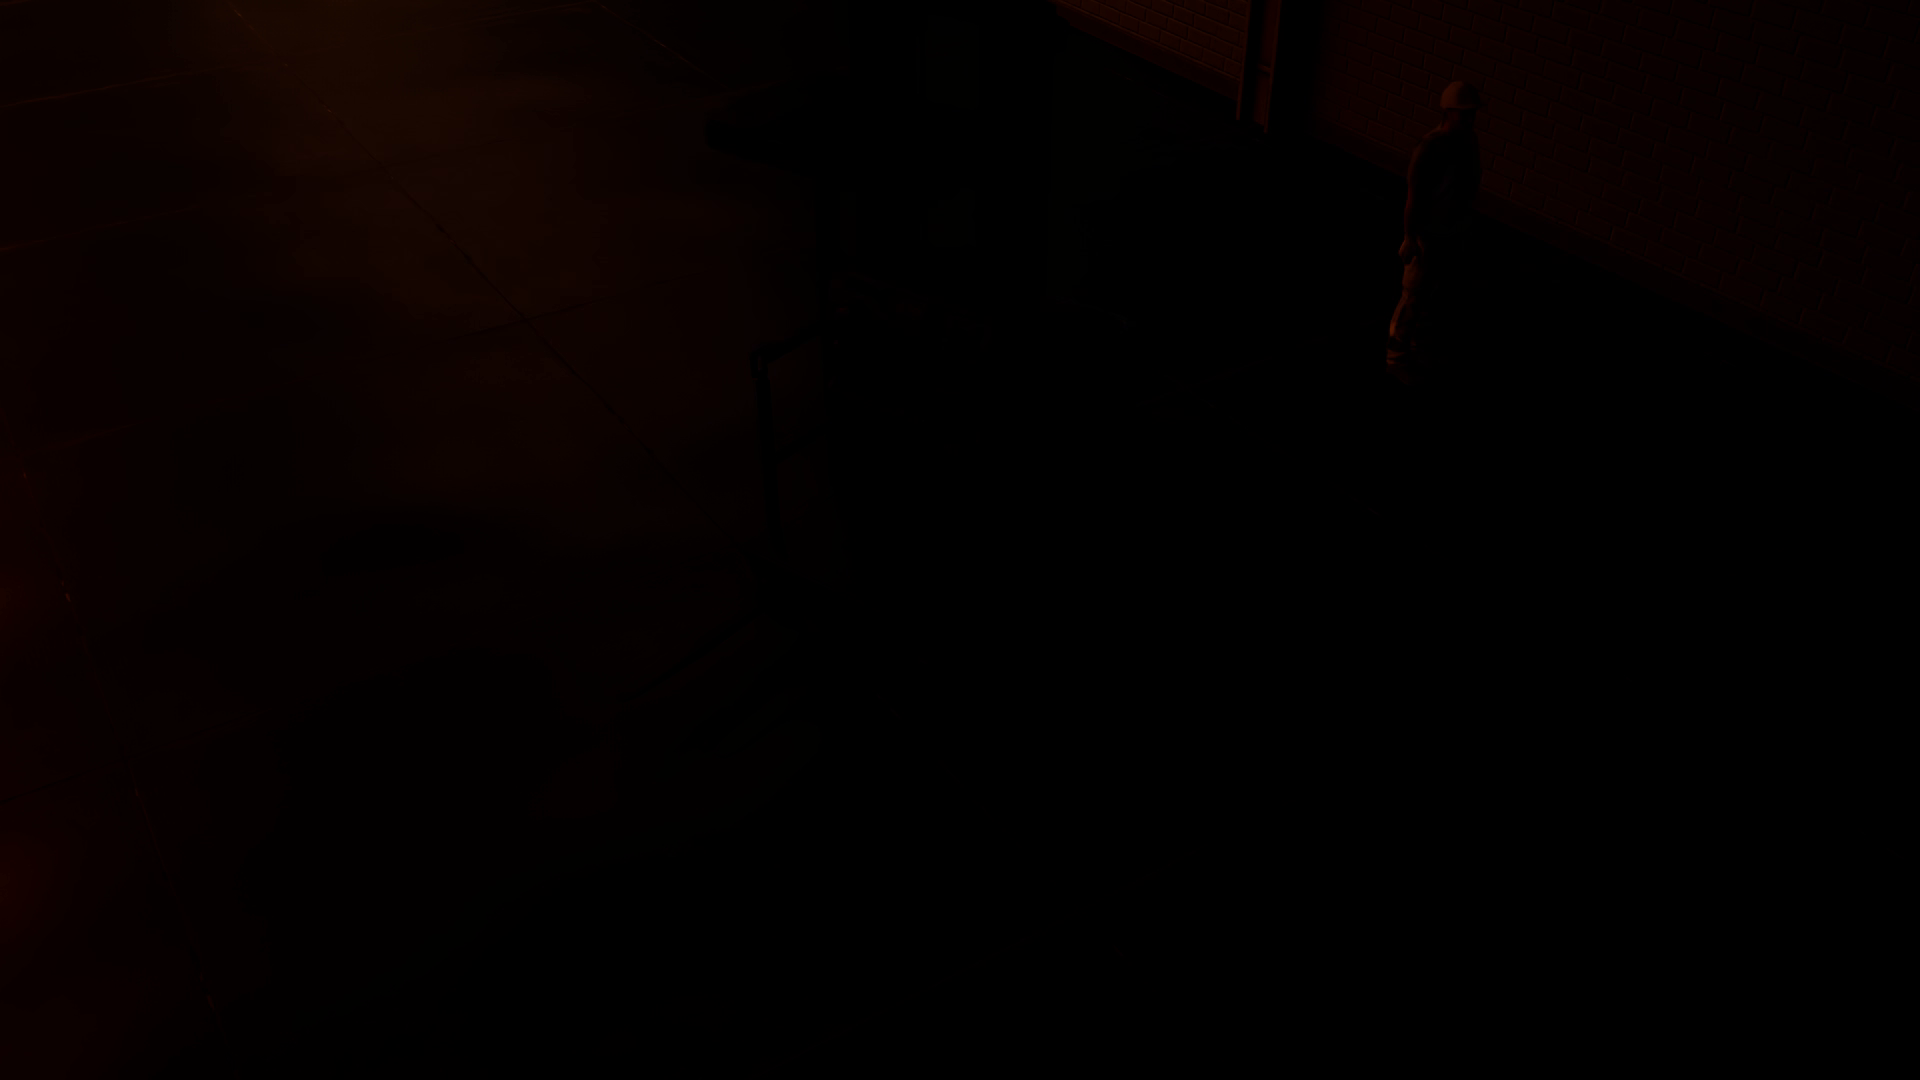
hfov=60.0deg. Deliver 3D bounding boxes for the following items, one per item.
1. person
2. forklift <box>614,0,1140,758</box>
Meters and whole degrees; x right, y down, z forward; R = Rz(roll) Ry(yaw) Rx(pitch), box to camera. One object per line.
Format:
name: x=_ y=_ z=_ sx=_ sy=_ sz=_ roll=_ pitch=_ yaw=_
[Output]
person: x=2.795 y=-1.779 z=9.673 sx=0.595 sy=1.795 sz=0.370 roll=-28 pitch=44 yaw=-34
forklift: x=-0.357 y=-0.911 z=7.444 sx=1.130 sy=2.935 sz=3.031 roll=23 pitch=41 yaw=29
